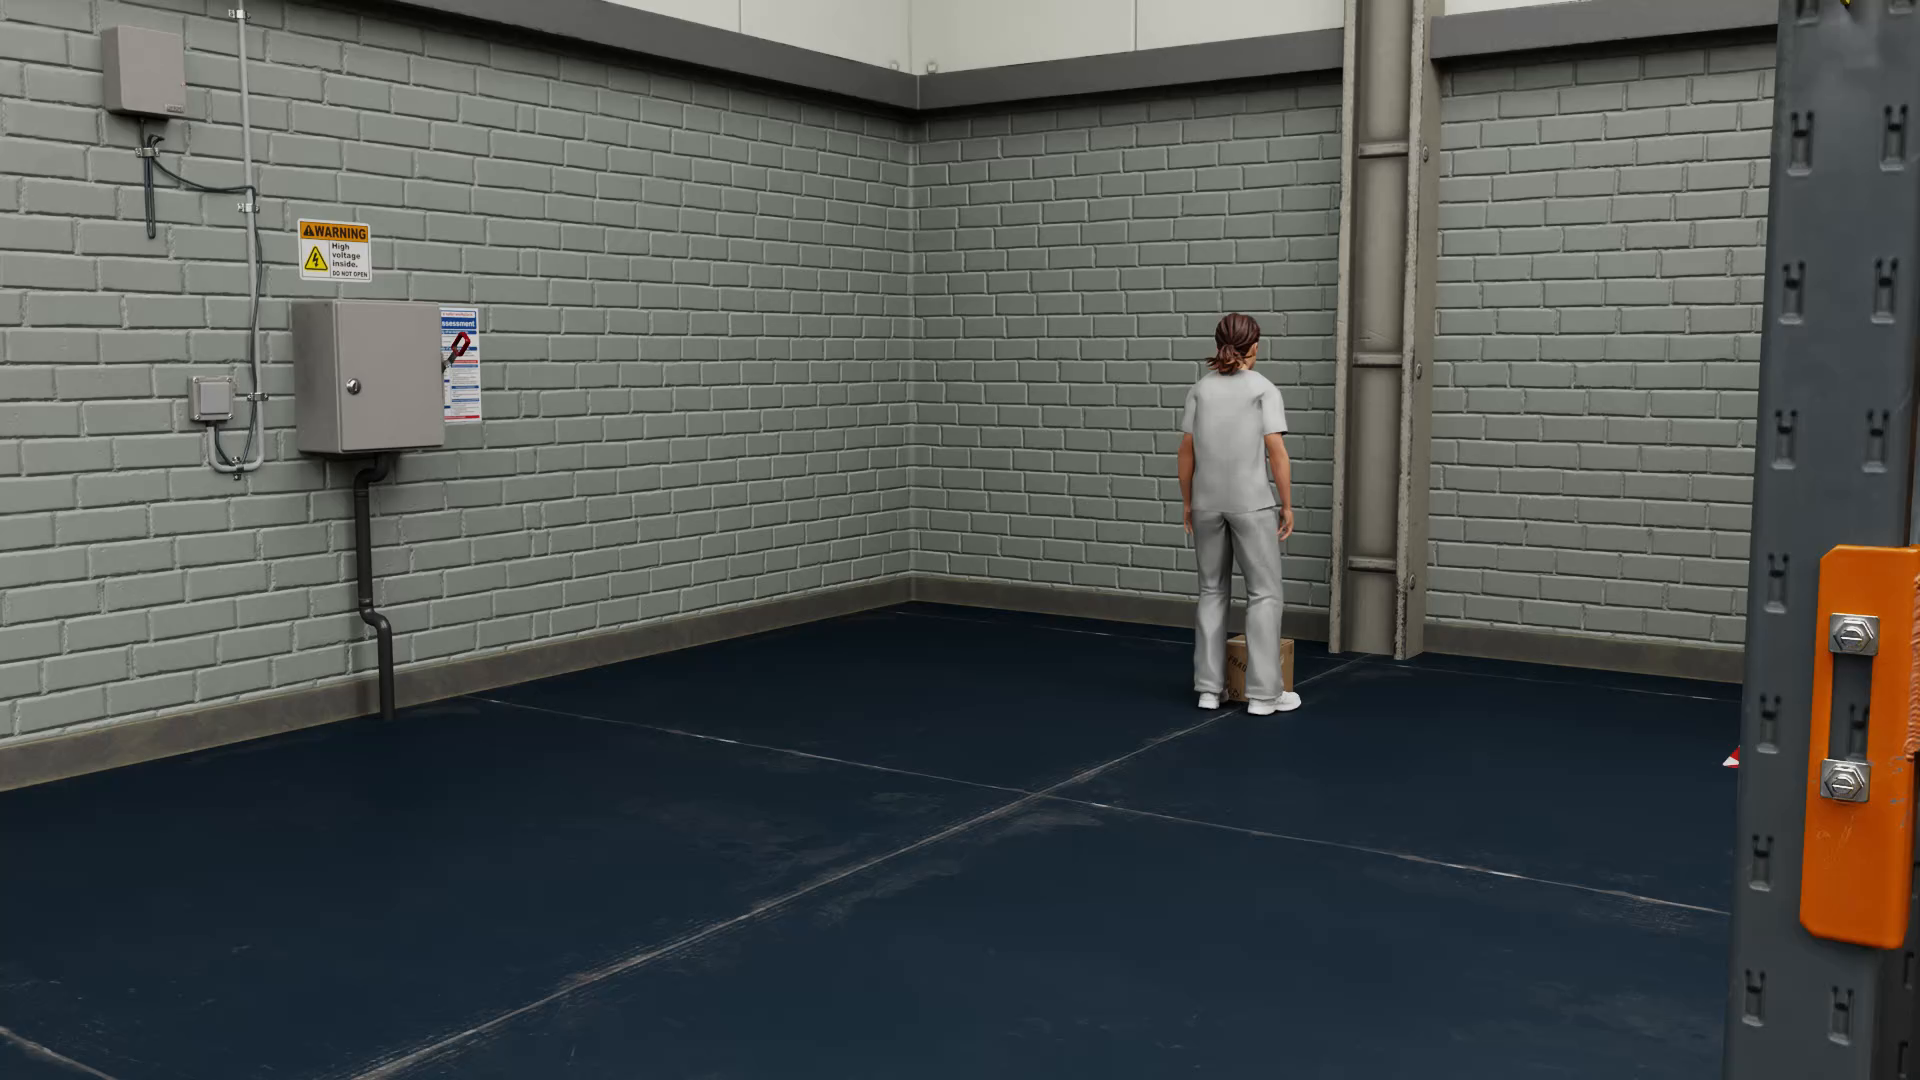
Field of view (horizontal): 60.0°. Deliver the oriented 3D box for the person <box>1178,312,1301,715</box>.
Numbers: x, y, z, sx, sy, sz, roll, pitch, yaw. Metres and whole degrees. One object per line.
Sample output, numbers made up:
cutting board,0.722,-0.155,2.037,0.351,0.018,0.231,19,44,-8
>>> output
person,1.167,-0.117,7.014,0.513,1.673,0.356,4,7,31
